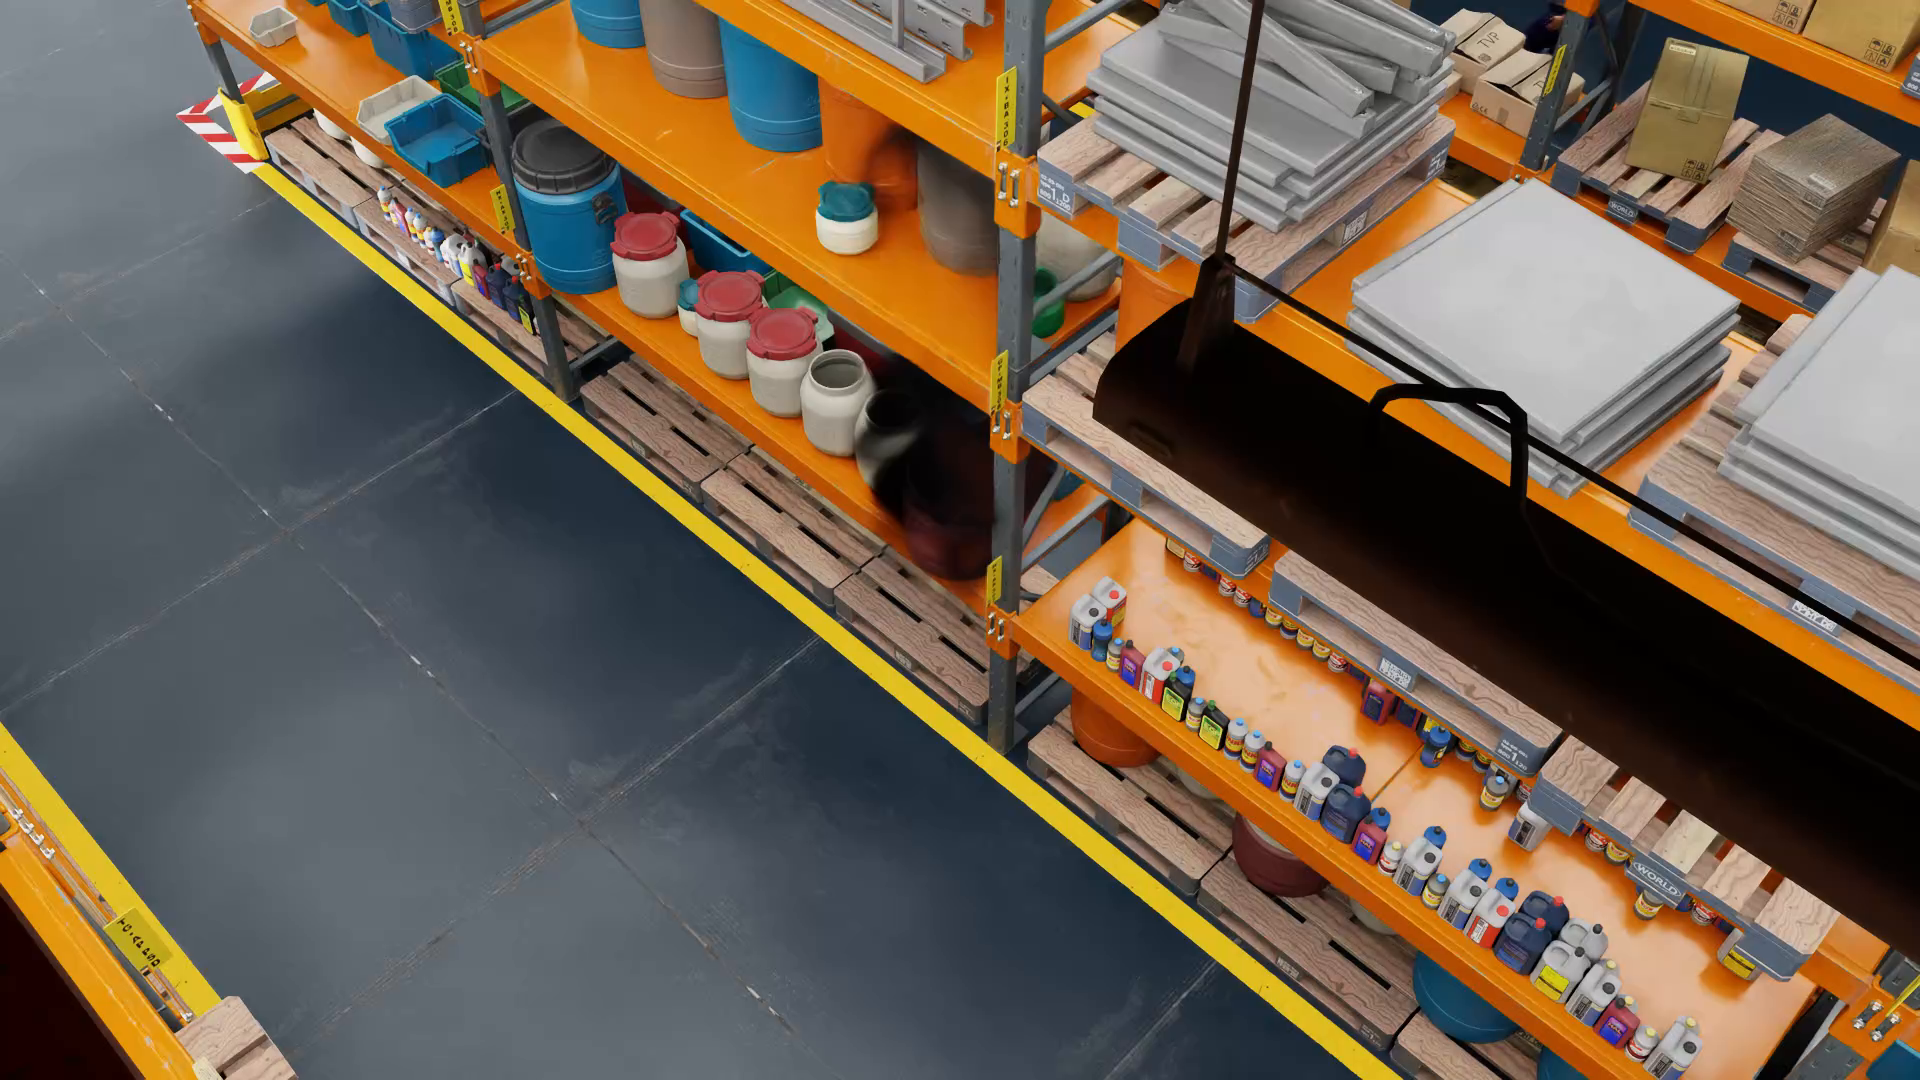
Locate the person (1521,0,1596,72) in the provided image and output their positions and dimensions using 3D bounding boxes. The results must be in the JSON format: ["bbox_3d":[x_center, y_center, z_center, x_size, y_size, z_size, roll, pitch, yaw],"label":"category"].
[{"bbox_3d":[4.602,-4.005,12.691,0.592,1.607,0.569,-37,59,-27],"label":"person"}]
